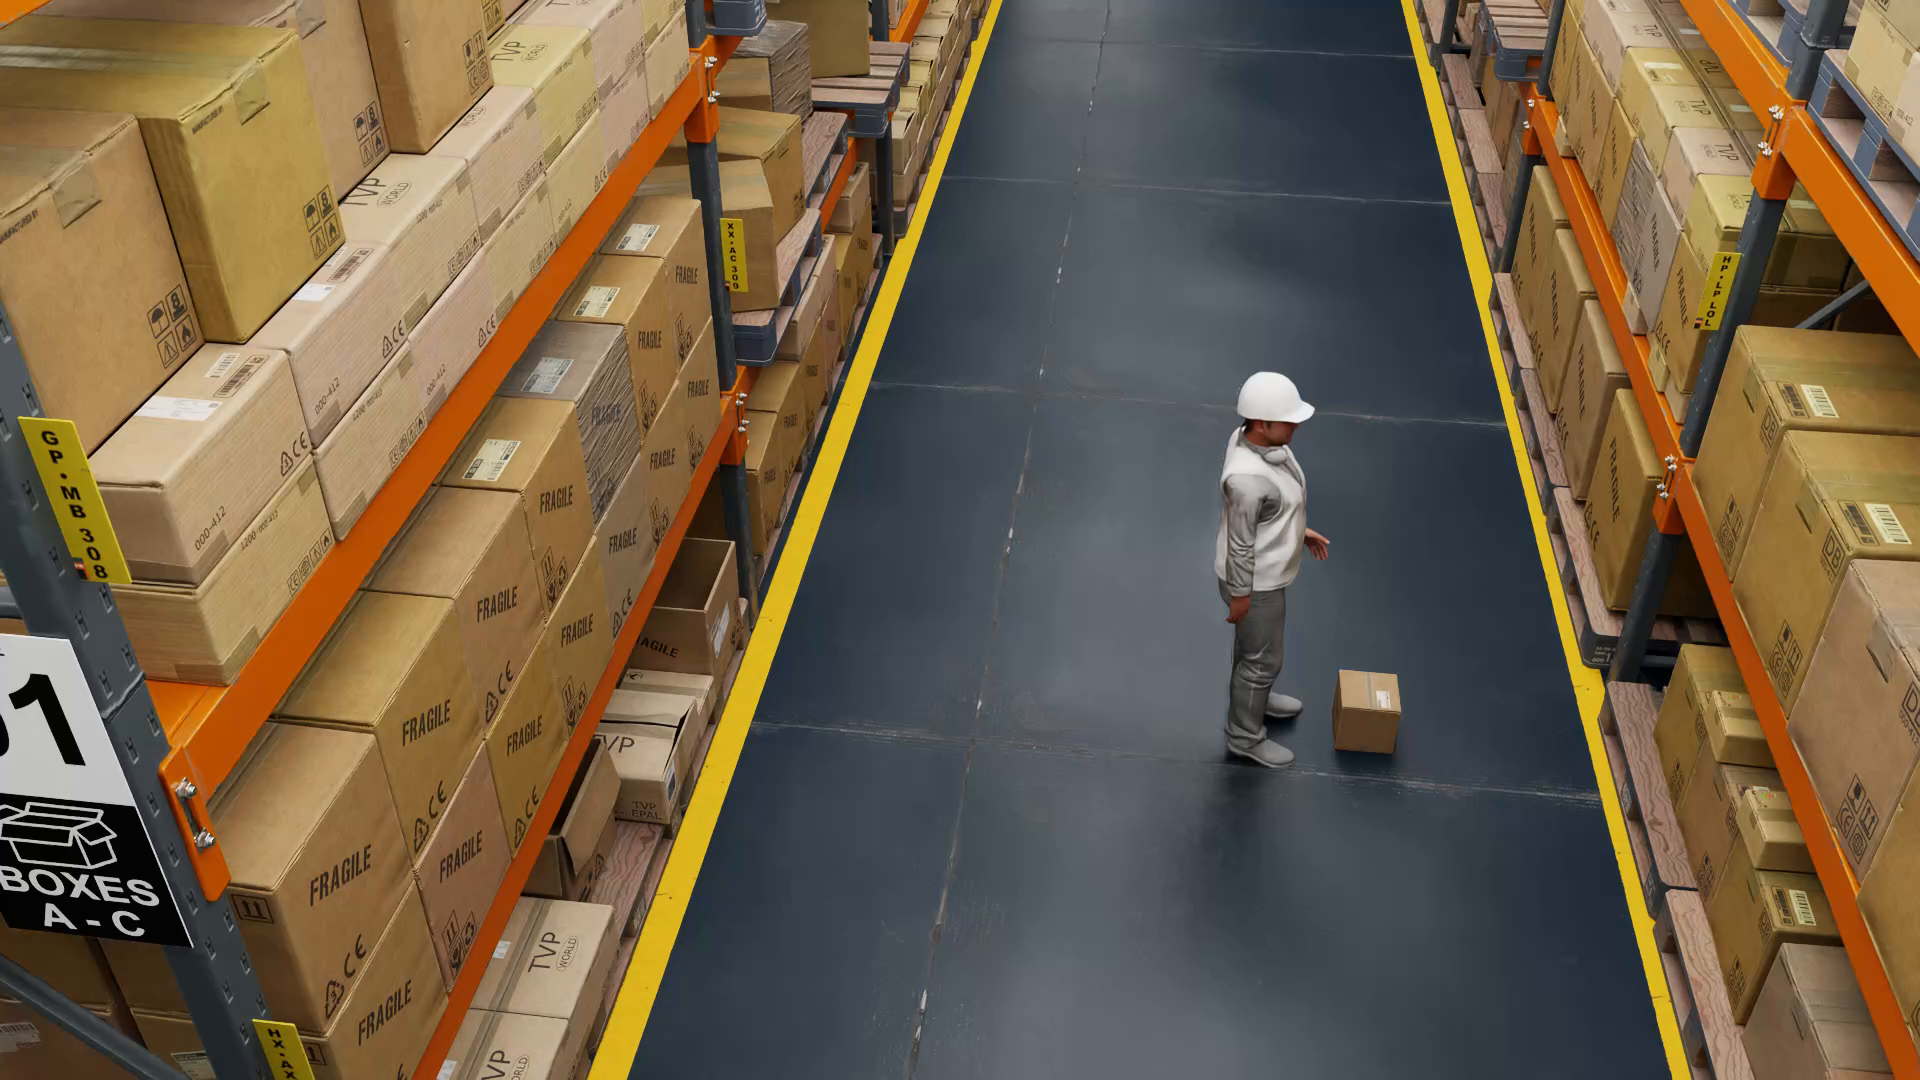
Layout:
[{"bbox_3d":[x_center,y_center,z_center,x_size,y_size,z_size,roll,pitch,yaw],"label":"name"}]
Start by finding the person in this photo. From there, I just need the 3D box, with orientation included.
[{"bbox_3d":[1.276,0.113,6.851,0.476,1.799,0.556,7,37,10],"label":"person"}]
